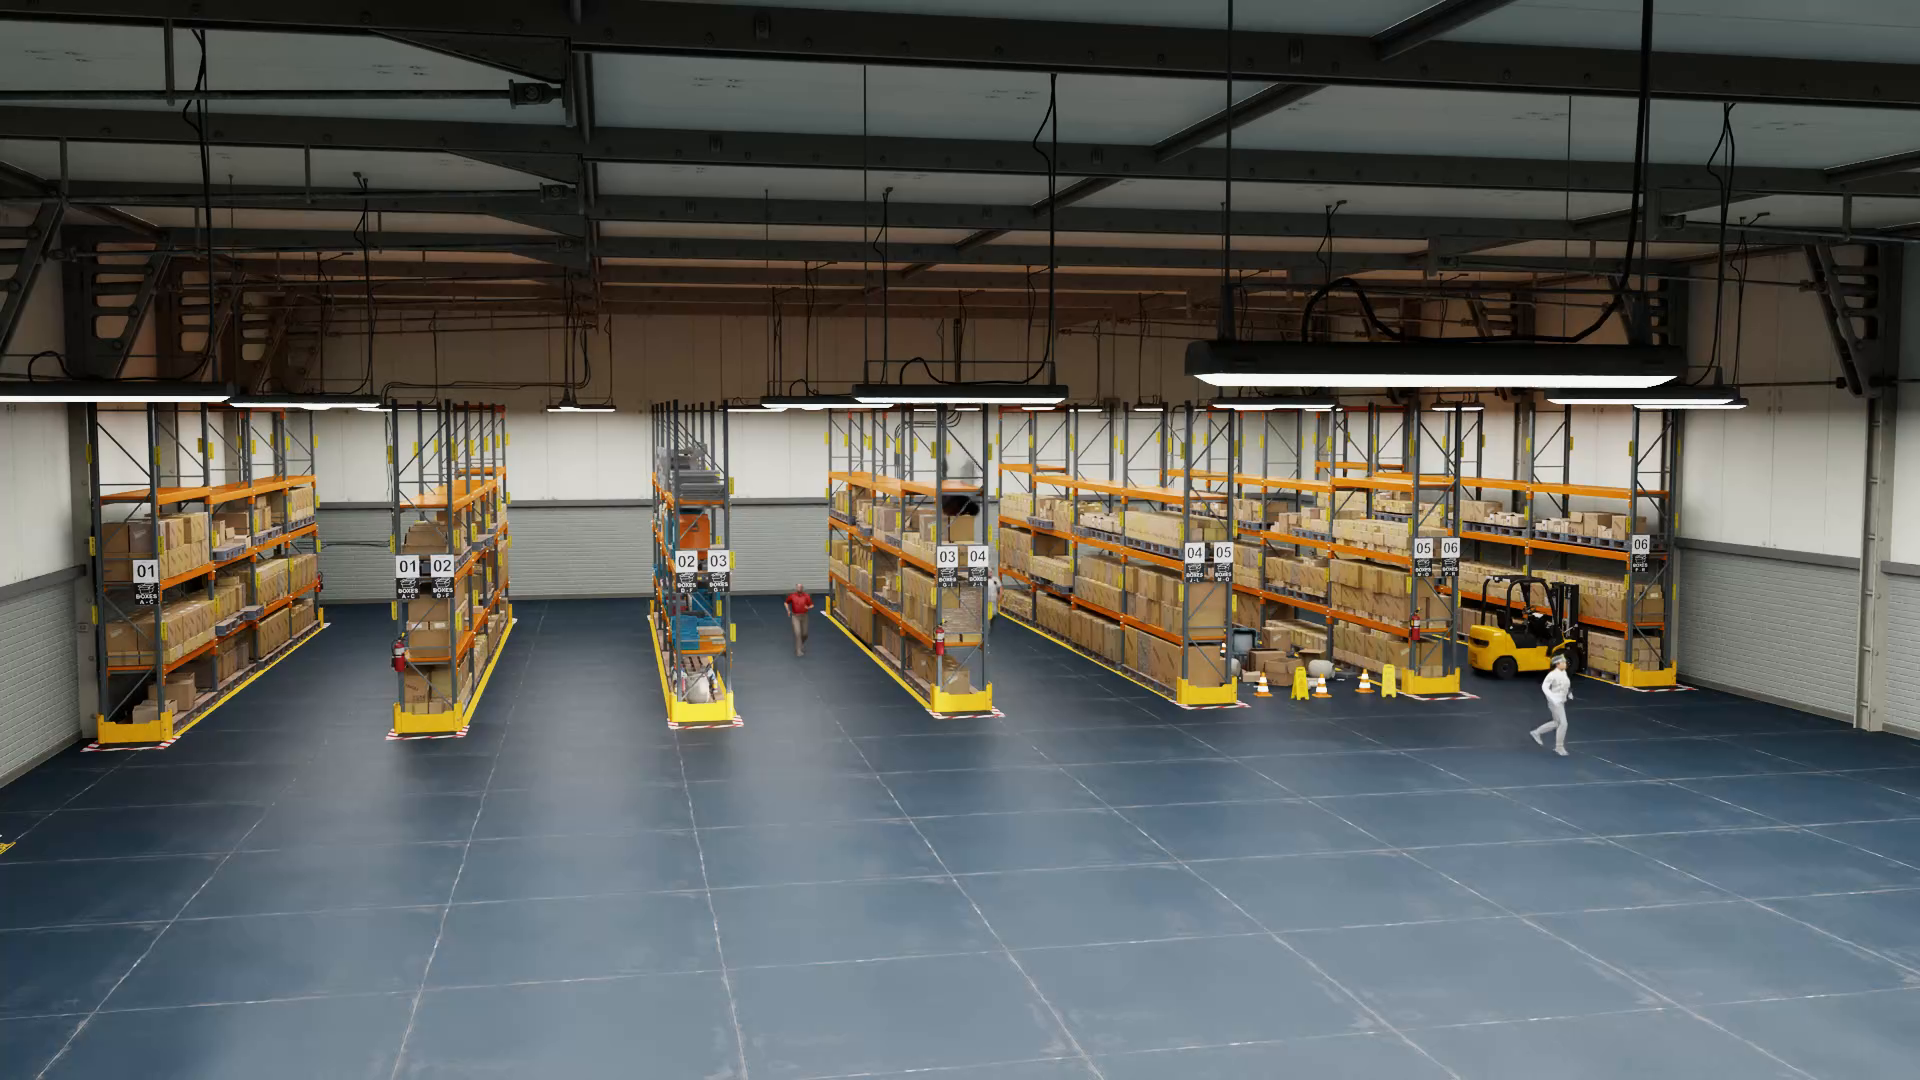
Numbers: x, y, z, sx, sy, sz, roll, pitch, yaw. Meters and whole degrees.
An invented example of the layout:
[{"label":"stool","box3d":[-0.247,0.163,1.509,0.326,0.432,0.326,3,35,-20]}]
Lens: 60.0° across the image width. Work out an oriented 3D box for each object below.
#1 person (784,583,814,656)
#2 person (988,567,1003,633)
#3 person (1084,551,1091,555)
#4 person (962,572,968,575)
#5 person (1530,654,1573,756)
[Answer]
[{"label":"person","box3d":[-3.819,1.873,39.644,0.673,1.699,0.944,-1,4,-16]},{"label":"person","box3d":[0.795,1.563,43.758,0.698,1.742,0.620,0,4,-6]},{"label":"person","box3d":[3.874,1.071,50.558,0.631,1.476,0.512,-1,4,-8]},{"label":"person","box3d":[0.088,1.228,49.380,0.699,1.673,0.729,4,6,43]},{"label":"person","box3d":[10.034,2.772,28.192,0.726,1.738,0.622,4,6,43]}]
